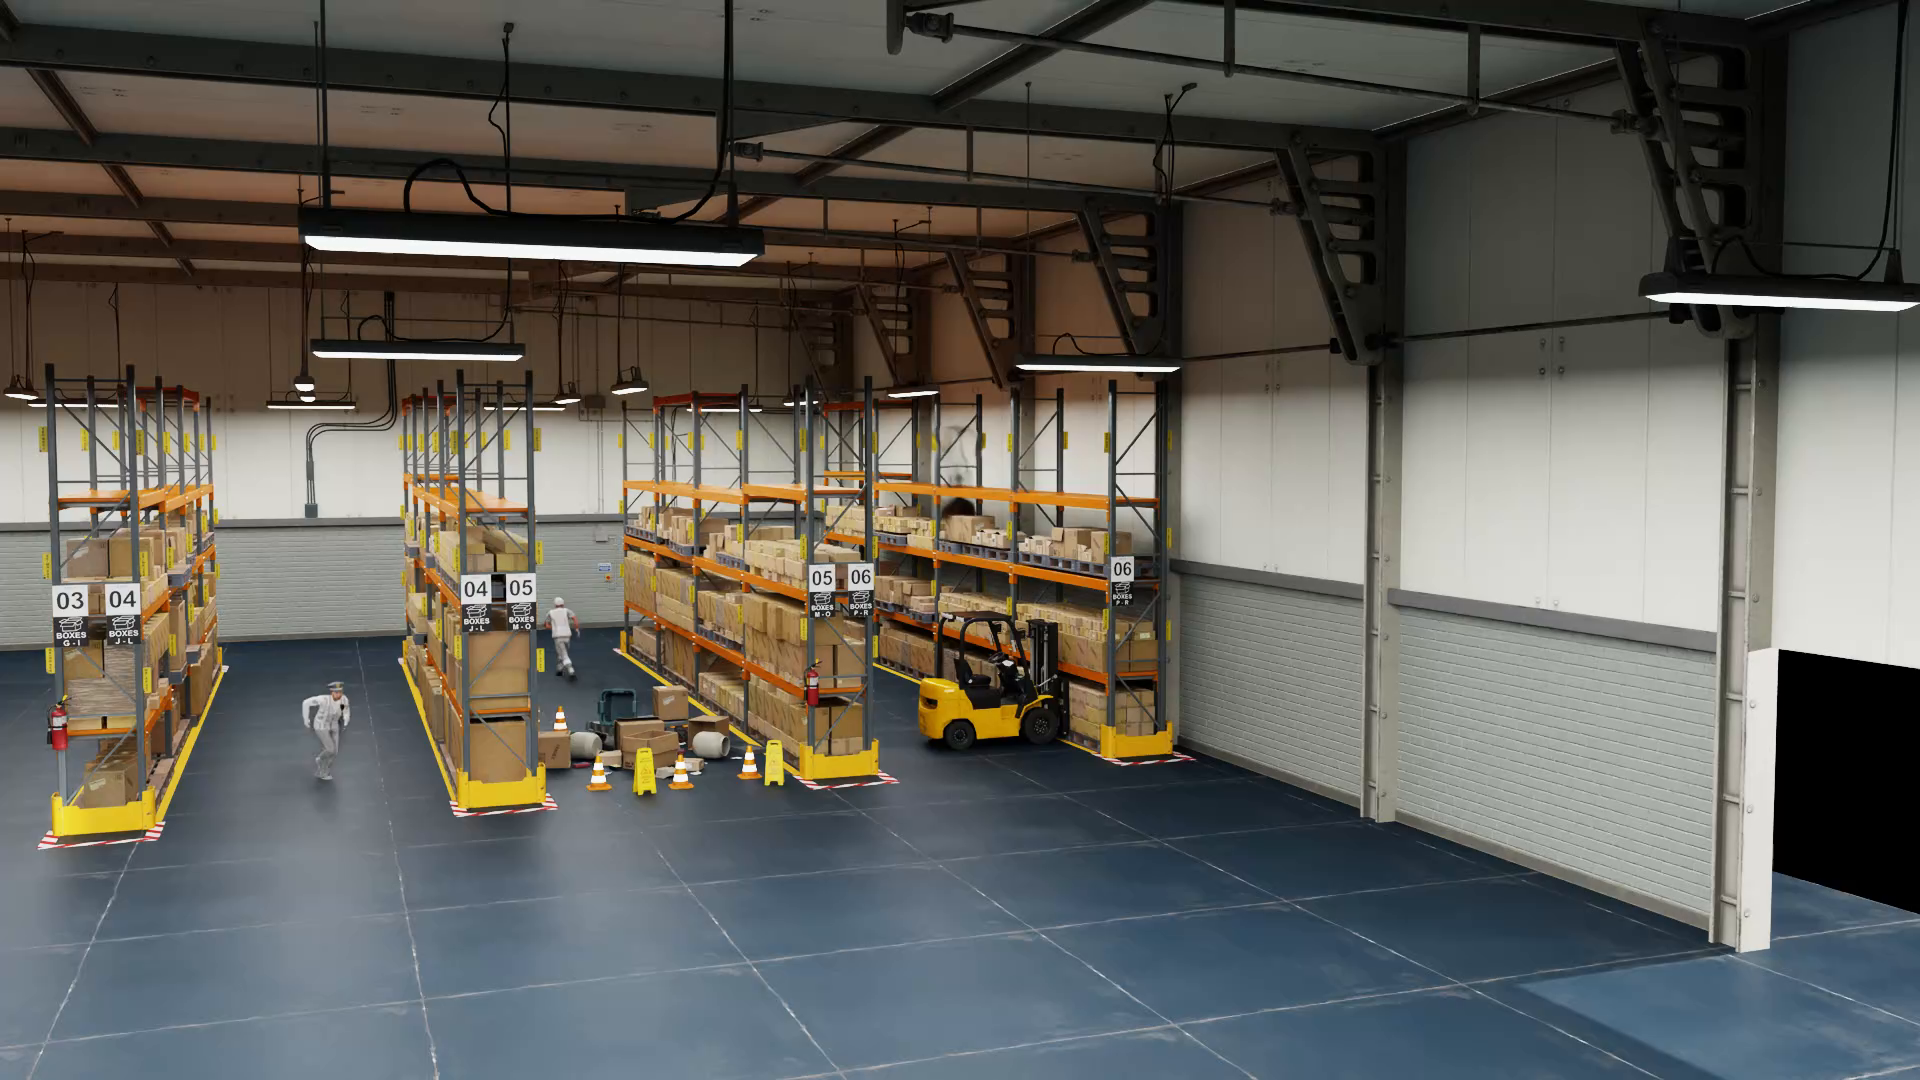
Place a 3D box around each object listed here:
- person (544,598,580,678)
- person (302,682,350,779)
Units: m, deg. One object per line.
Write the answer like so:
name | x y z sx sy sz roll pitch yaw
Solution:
person | -8.434 2.095 35.330 0.723 1.714 0.861 -2 4 -25
person | -9.333 2.823 24.513 0.820 1.497 0.645 3 5 42
